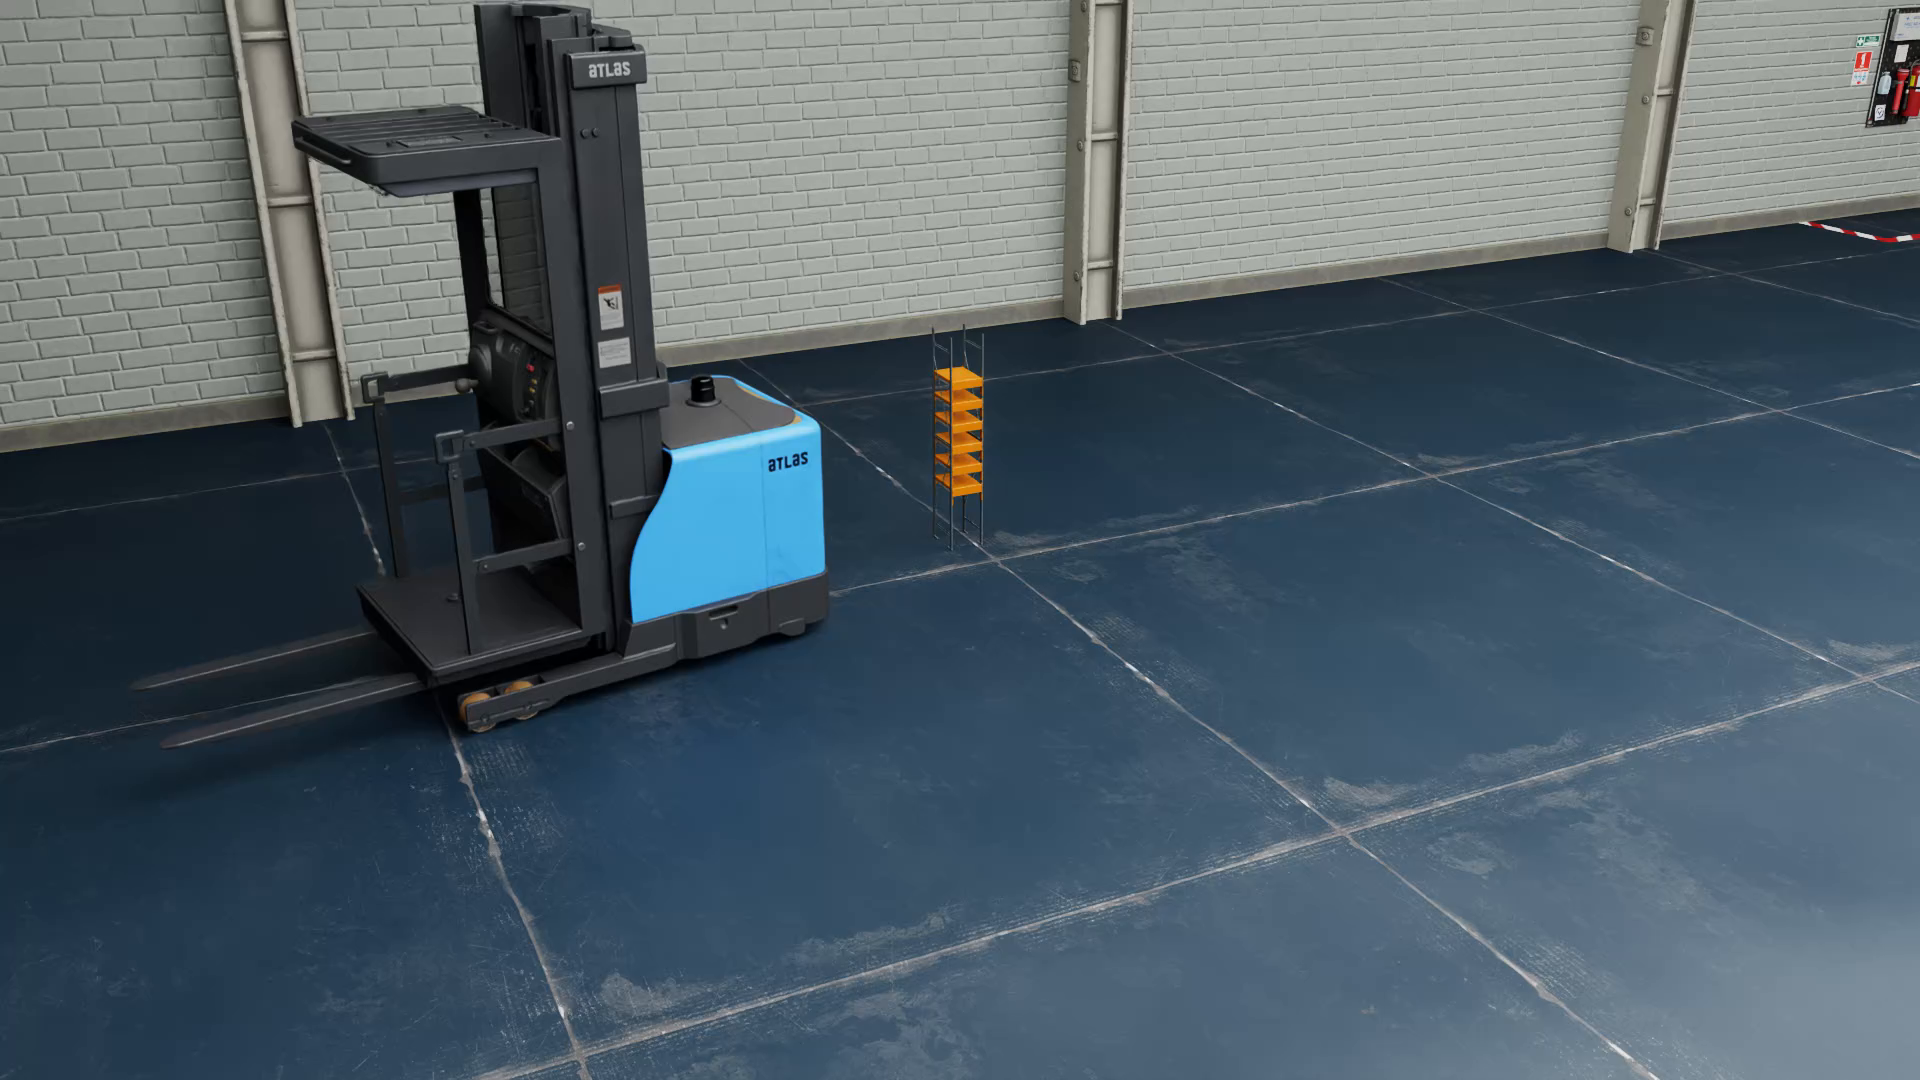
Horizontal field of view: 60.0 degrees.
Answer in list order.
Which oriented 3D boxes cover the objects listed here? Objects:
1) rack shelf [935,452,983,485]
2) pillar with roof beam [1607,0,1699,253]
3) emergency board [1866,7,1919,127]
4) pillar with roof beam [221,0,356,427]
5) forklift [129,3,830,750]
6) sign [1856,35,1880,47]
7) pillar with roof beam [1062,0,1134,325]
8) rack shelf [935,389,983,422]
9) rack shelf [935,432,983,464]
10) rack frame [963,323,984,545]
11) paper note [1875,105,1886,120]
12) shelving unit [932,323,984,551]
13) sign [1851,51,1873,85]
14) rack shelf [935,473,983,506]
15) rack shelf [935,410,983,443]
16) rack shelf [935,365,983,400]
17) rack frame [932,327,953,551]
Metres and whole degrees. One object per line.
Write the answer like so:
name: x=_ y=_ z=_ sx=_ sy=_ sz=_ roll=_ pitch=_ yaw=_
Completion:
rack shelf: x=-0.013 y=-0.400 z=9.078 sx=0.180 sy=0.103 sz=0.258 roll=-10 pitch=25 yaw=-24
pillar with roof beam: x=8.358 y=-5.498 z=10.767 sx=0.400 sy=9.000 sz=9.100 roll=-10 pitch=25 yaw=-24
emergency board: x=9.654 y=-4.809 z=16.945 sx=0.643 sy=1.169 sz=0.194 roll=-10 pitch=25 yaw=-24
pillar with roof beam: x=-2.455 y=-3.508 z=5.959 sx=0.400 sy=9.000 sz=9.100 roll=-10 pitch=25 yaw=-24
forklift: x=-2.143 y=-0.749 z=7.227 sx=3.031 sy=2.935 sz=1.130 roll=-15 pitch=27 yaw=-32
sign: x=9.119 y=-5.011 z=16.695 sx=0.331 sy=0.109 sz=0.001 roll=-10 pitch=25 yaw=-24
pillar with roof beam: x=2.951 y=-4.503 z=8.363 sx=0.400 sy=9.000 sz=9.100 roll=-10 pitch=25 yaw=-24
rack shelf: x=-0.013 y=-0.733 z=8.940 sx=0.180 sy=0.103 sz=0.258 roll=-10 pitch=25 yaw=-24
rack shelf: x=-0.013 y=-0.511 z=9.032 sx=0.180 sy=0.103 sz=0.258 roll=-10 pitch=25 yaw=-24
rack frame: x=0.069 y=-0.567 z=9.051 sx=0.006 sy=1.200 sz=0.240 roll=-10 pitch=25 yaw=-24
paper note: x=9.464 y=-4.396 z=17.100 sx=0.142 sy=0.148 sz=0.016 roll=-10 pitch=25 yaw=-24
shelving unit: x=-0.013 y=-0.552 z=9.015 sx=0.189 sy=1.200 sz=0.258 roll=-10 pitch=25 yaw=-24
sign: x=9.111 y=-4.769 z=16.802 sx=0.234 sy=0.329 sz=0.001 roll=-10 pitch=25 yaw=-24
rack shelf: x=-0.013 y=-0.289 z=9.124 sx=0.180 sy=0.103 sz=0.258 roll=-10 pitch=25 yaw=-24
rack shelf: x=-0.013 y=-0.622 z=8.986 sx=0.180 sy=0.103 sz=0.258 roll=-10 pitch=25 yaw=-24
rack shelf: x=-0.013 y=-0.844 z=8.894 sx=0.180 sy=0.103 sz=0.258 roll=-10 pitch=25 yaw=-24
rack frame: x=-0.095 y=-0.537 z=8.978 sx=0.006 sy=1.200 sz=0.240 roll=-10 pitch=25 yaw=-24
